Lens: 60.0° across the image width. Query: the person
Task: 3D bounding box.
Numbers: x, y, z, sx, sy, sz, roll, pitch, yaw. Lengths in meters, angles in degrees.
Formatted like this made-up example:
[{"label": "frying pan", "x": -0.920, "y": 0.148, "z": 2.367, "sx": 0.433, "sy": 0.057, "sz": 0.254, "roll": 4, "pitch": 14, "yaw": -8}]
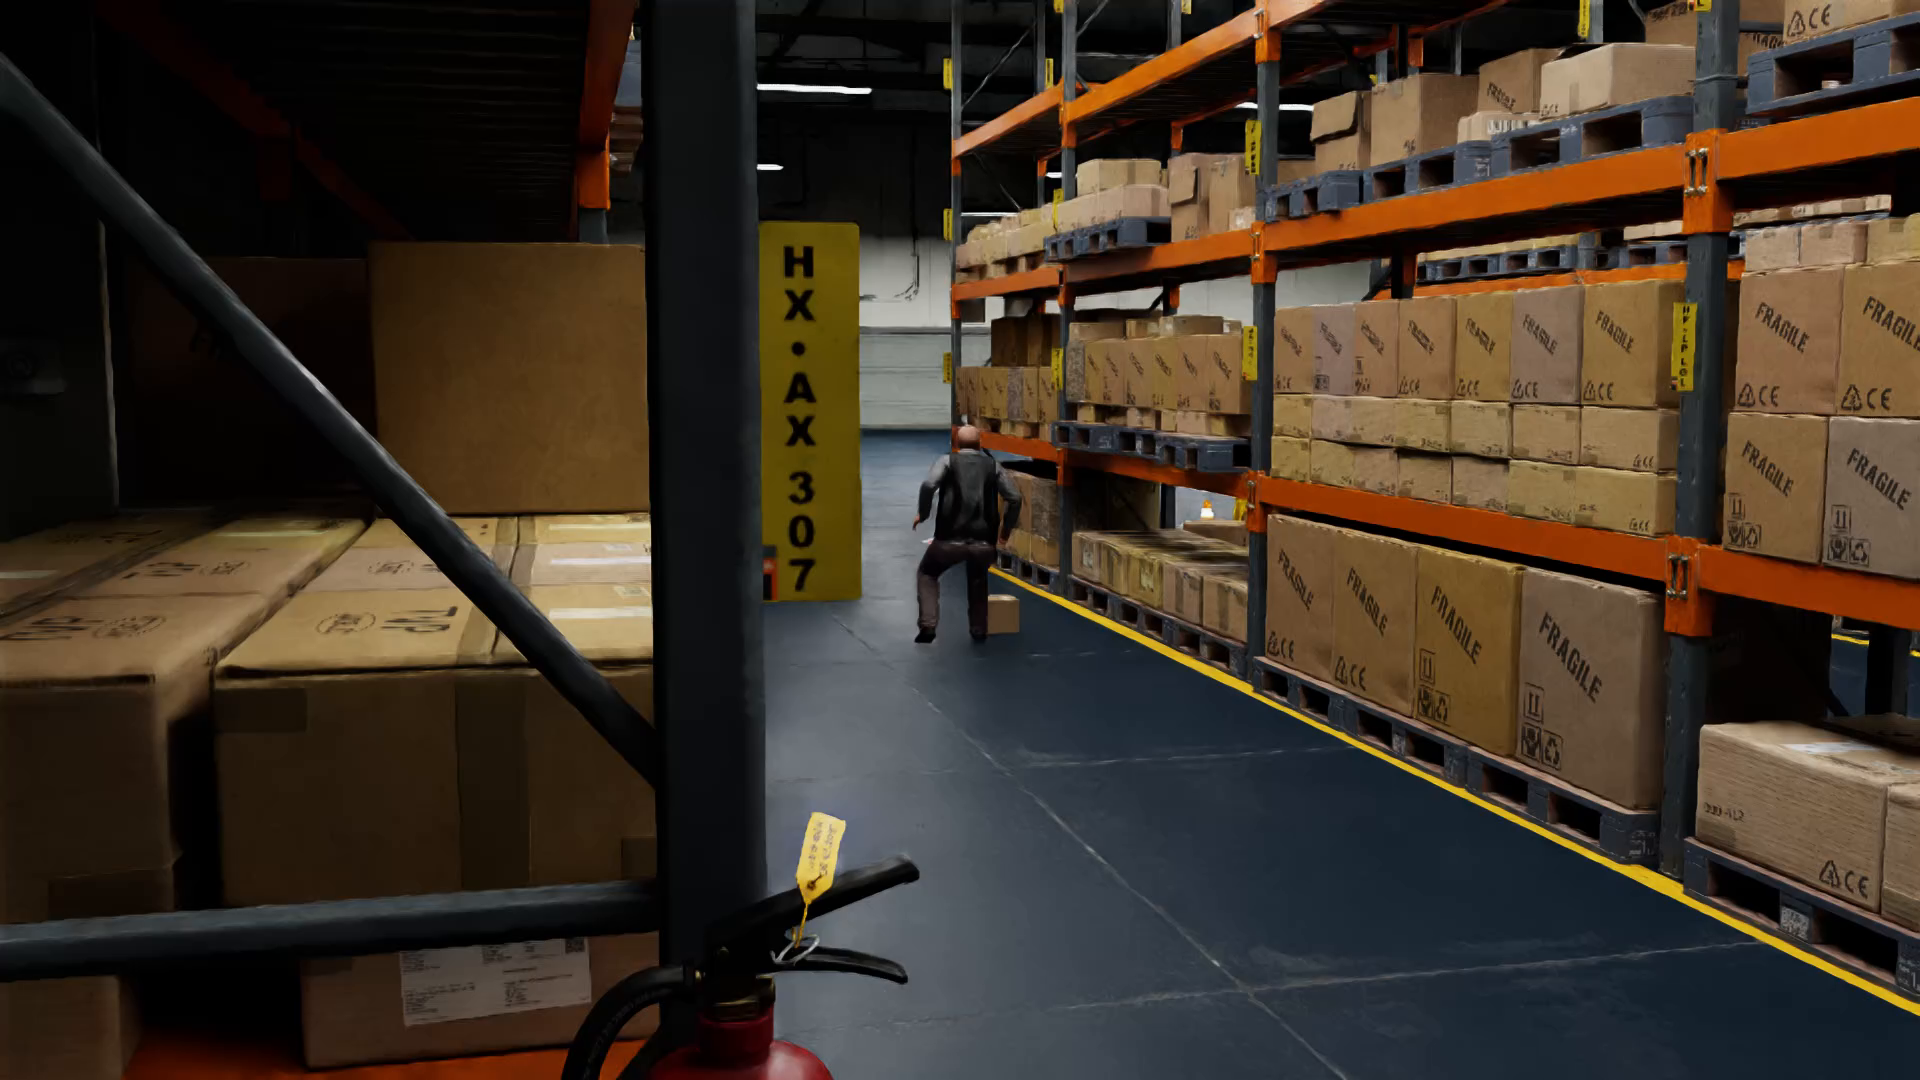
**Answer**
[{"label": "person", "x": 0.021, "y": -0.032, "z": 11.669, "sx": 0.737, "sy": 1.546, "sz": 0.795, "roll": -1, "pitch": 6, "yaw": -12}]
